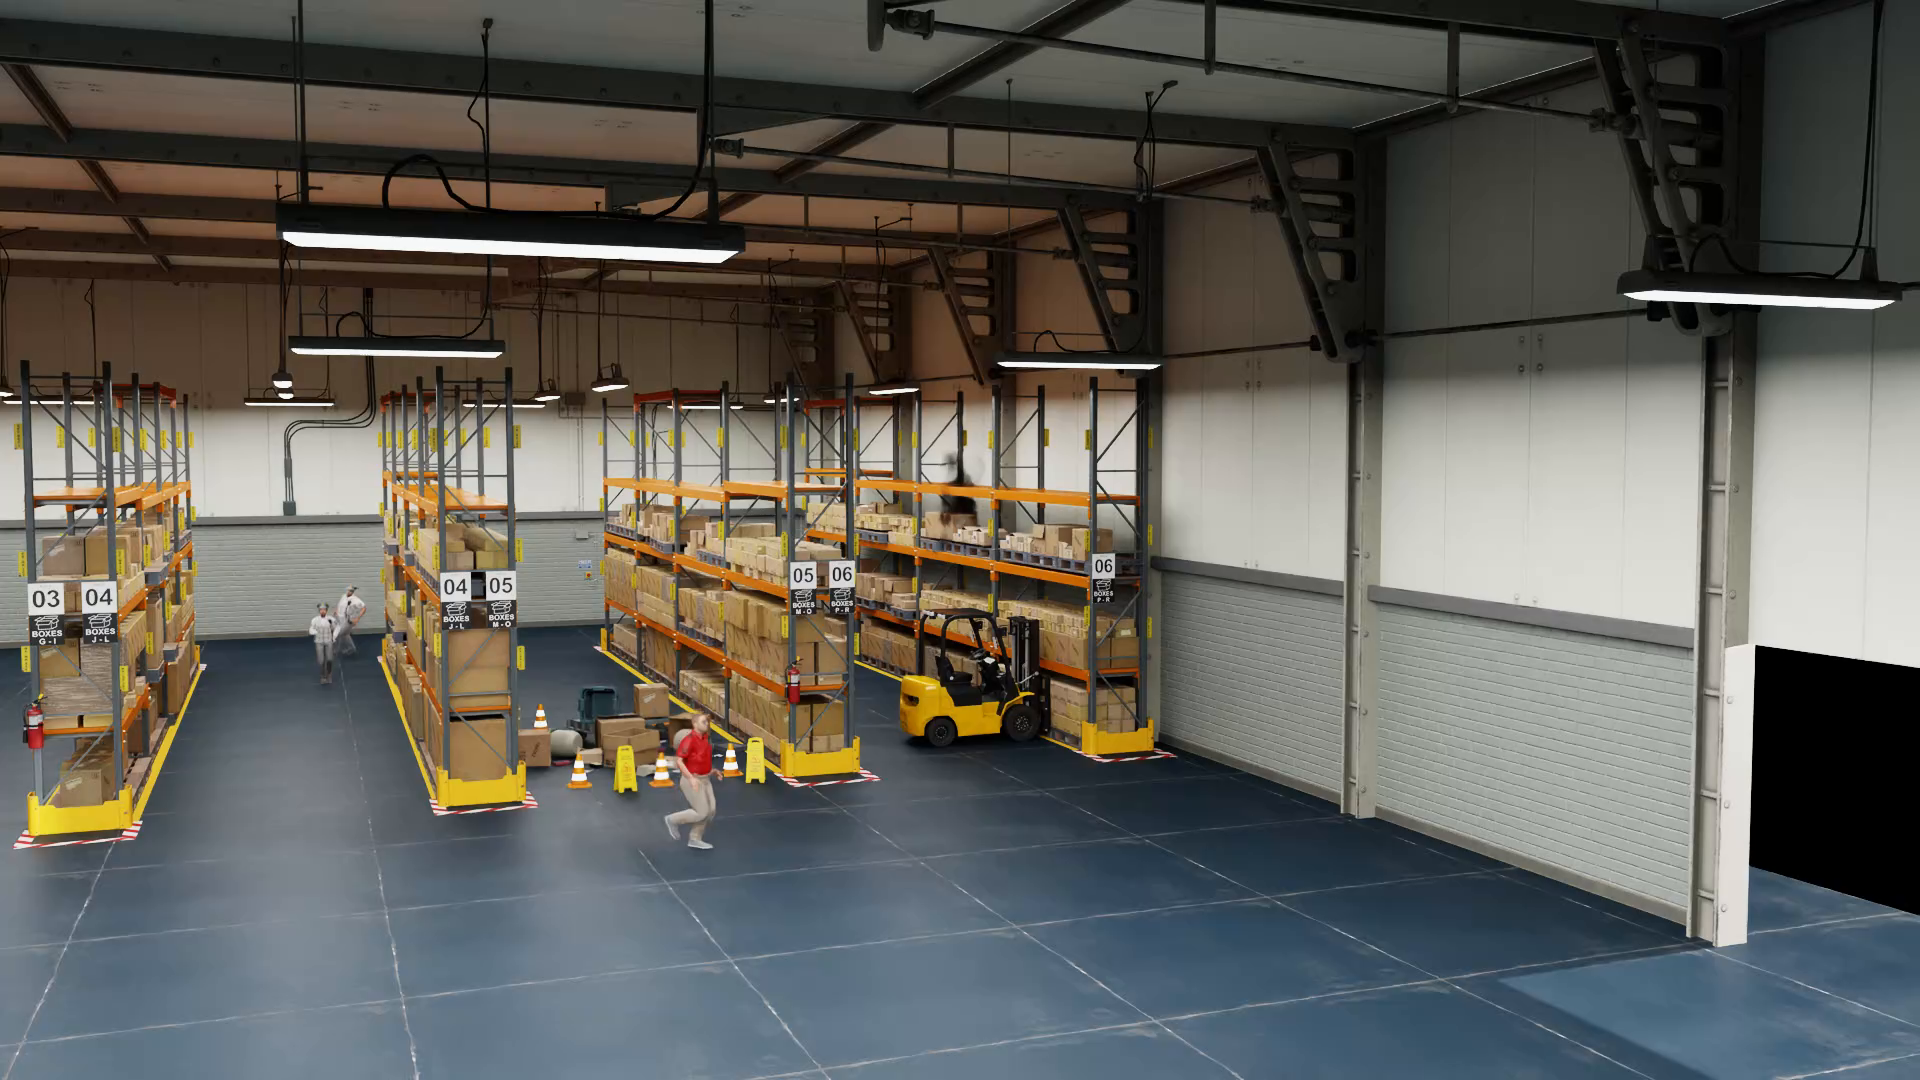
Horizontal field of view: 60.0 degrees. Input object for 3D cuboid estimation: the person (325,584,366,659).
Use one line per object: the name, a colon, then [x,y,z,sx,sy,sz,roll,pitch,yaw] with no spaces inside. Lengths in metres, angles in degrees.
person: [-14.204,1.866,38.233,0.871,1.736,0.812,-2,4,-36]

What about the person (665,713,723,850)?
person: [-3.258,2.950,20.345,0.635,1.674,0.649,1,4,18]

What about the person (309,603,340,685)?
person: [-12.966,2.122,33.944,0.595,1.695,0.619,-1,4,-18]
